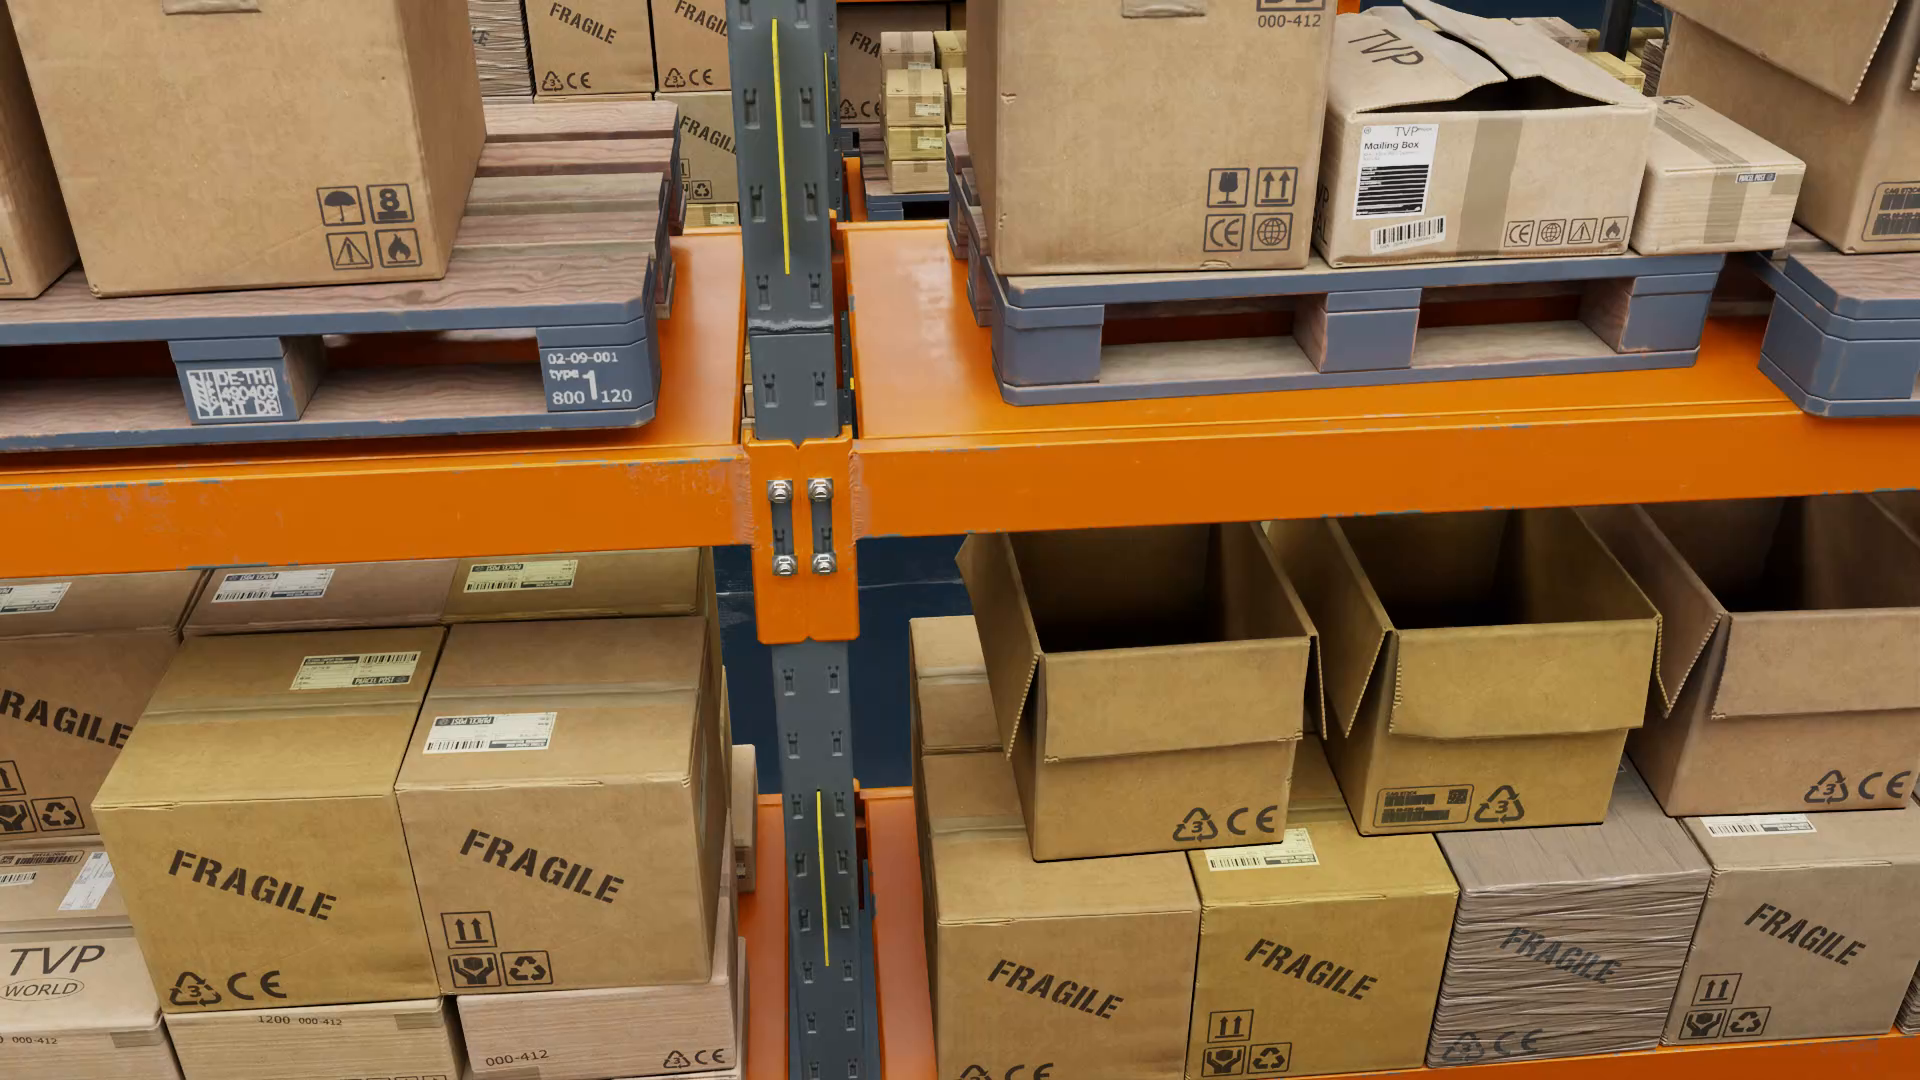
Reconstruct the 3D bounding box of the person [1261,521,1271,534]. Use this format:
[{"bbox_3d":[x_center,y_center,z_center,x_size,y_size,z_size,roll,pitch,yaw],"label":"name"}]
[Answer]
[{"bbox_3d":[1.134,0.363,5.538,0.360,1.671,0.504,-4,31,-7],"label":"person"}]
